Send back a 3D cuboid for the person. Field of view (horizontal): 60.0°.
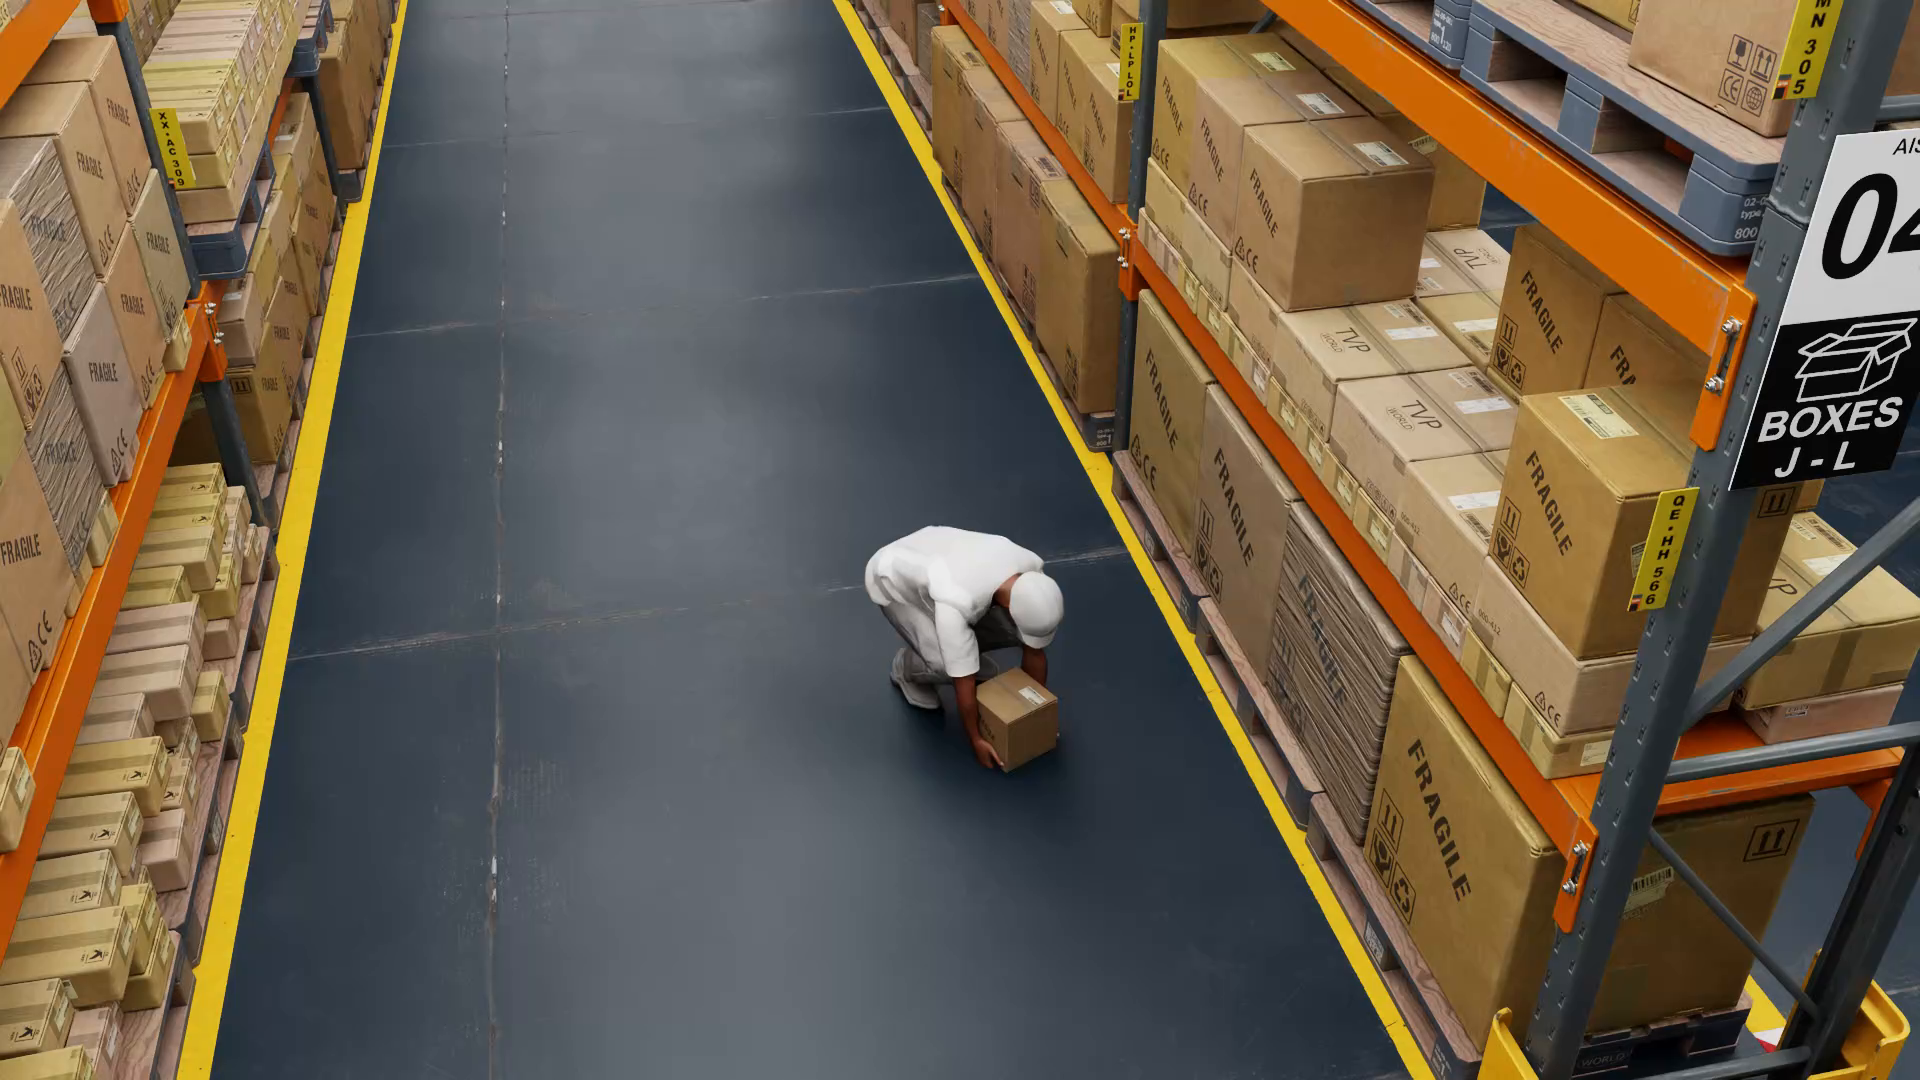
[{"bbox_3d":[0.046,0.341,6.542,0.532,0.859,0.946,-24,41,-31],"label":"person"}]
